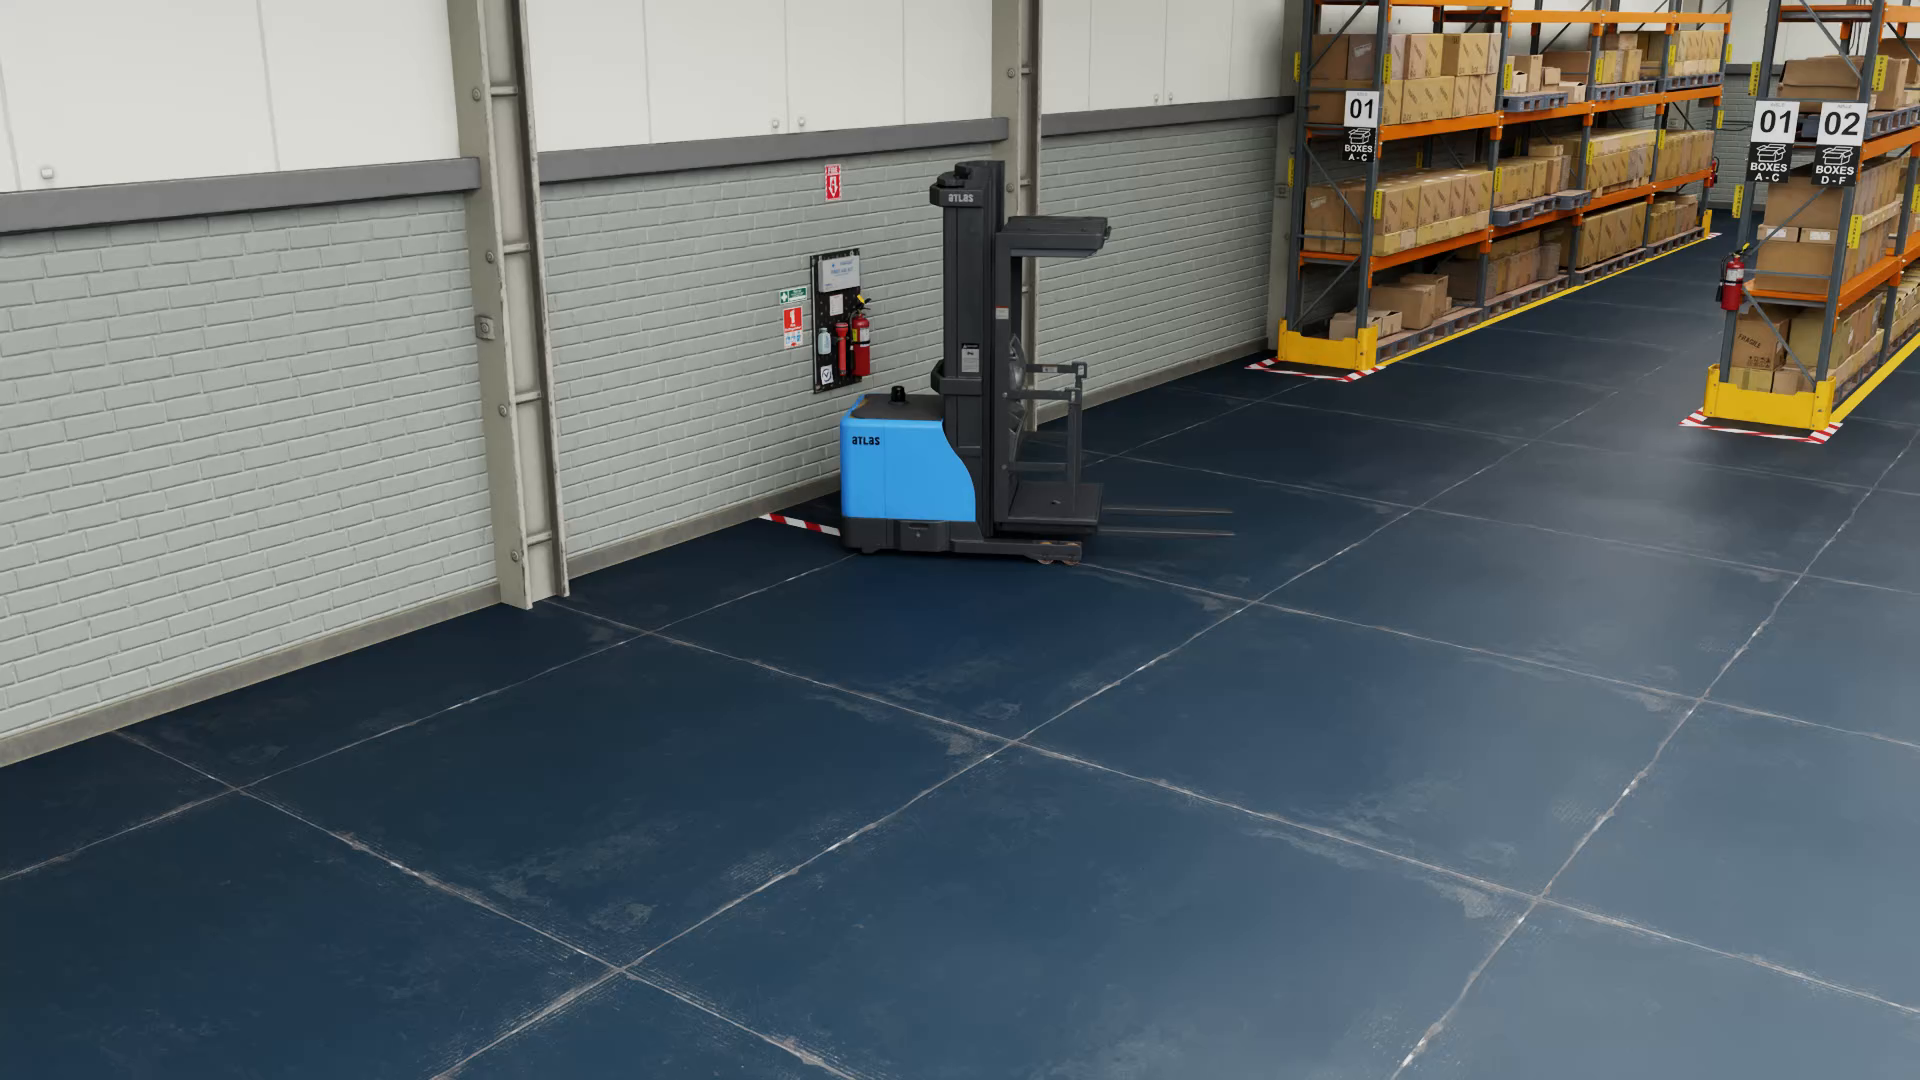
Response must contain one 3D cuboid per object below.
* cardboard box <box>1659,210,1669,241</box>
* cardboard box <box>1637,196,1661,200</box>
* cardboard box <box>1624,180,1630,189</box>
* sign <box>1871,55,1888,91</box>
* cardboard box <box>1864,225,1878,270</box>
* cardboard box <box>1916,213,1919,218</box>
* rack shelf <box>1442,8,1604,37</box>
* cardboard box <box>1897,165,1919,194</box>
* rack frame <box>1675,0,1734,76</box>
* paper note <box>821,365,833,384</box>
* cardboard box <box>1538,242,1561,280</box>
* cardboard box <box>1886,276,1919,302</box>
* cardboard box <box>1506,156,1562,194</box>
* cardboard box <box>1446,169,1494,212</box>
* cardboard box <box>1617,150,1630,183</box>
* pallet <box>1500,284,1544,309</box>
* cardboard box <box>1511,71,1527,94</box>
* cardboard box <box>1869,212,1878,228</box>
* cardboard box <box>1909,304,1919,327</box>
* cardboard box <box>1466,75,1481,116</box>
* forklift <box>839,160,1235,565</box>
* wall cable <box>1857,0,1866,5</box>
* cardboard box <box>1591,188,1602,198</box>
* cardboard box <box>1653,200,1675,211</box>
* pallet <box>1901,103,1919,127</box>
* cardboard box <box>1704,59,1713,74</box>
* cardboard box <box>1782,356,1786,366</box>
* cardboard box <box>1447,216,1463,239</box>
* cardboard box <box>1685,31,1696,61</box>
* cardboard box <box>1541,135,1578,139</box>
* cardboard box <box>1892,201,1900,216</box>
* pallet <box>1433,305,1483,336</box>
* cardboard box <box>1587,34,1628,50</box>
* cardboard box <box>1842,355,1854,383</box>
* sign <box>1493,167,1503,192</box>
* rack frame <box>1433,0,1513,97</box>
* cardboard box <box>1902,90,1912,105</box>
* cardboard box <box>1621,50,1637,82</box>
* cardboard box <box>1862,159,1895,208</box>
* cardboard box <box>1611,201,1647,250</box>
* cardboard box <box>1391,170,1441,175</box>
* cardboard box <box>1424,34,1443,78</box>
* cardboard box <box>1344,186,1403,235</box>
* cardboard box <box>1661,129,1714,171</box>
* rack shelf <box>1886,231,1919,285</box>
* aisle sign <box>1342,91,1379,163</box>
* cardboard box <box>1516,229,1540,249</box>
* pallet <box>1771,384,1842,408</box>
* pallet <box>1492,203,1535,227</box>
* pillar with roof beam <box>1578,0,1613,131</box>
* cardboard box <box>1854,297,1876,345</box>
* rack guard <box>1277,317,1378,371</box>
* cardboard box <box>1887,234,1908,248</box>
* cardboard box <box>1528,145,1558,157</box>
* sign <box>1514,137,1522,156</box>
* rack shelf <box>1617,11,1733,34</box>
[{"bbox_3d":[12.360,-5.700,30.049,0.700,0.500,0.500,12,21,34],"label":"cardboard box"},{"bbox_3d":[12.737,-6.262,30.764,0.380,0.149,0.250,13,21,35],"label":"cardboard box"},{"bbox_3d":[10.925,-5.936,27.690,0.380,0.149,0.250,12,21,35],"label":"cardboard box"},{"bbox_3d":[8.803,-4.470,15.915,0.100,0.325,0.005,12,21,35],"label":"sign"},{"bbox_3d":[9.874,-3.330,18.740,0.700,0.500,0.500,13,21,35],"label":"cardboard box"},{"bbox_3d":[12.876,-4.466,22.717,0.500,0.311,0.500,14,22,38],"label":"cardboard box"},{"bbox_3d":[7.955,-7.316,23.516,1.077,0.370,4.000,12,21,35],"label":"rack shelf"},{"bbox_3d":[13.412,-5.005,23.428,0.700,0.500,0.500,5,18,16],"label":"cardboard box"},{"bbox_3d":[13.914,-10.232,31.020,1.000,3.000,0.127,12,21,35],"label":"rack frame"},{"bbox_3d":[-1.136,-1.414,14.226,0.016,0.148,0.142,12,21,35],"label":"paper note"},{"bbox_3d":[8.760,-4.297,25.497,0.700,0.500,0.500,13,21,35],"label":"cardboard box"},{"bbox_3d":[12.406,-3.330,21.890,0.500,0.311,0.500,12,21,34],"label":"cardboard box"},{"bbox_3d":[8.564,-5.468,24.883,0.700,0.500,0.500,10,20,30],"label":"cardboard box"},{"bbox_3d":[6.730,-4.638,22.075,0.500,0.500,0.500,12,21,35],"label":"cardboard box"},{"bbox_3d":[10.562,-6.098,27.119,0.500,0.500,0.500,13,22,36],"label":"cardboard box"},{"bbox_3d":[7.953,-3.655,24.657,1.003,0.211,1.213,12,21,35],"label":"pallet"},{"bbox_3d":[7.521,-6.362,23.058,0.500,0.311,0.500,13,22,36],"label":"cardboard box"},{"bbox_3d":[9.841,-3.524,18.270,0.380,0.149,0.250,13,22,36],"label":"cardboard box"},{"bbox_3d":[12.100,-2.941,21.584,0.500,0.250,0.500,13,21,36],"label":"cardboard box"},{"bbox_3d":[6.350,-5.717,21.335,0.500,0.500,0.500,10,20,30],"label":"cardboard box"},{"bbox_3d":[0.626,-1.378,12.738,3.031,2.935,1.130,2,17,6],"label":"forklift"},{"bbox_3d":[19.743,-11.967,33.327,3.097,2.526,0.112,12,21,35],"label":"wall cable"},{"bbox_3d":[9.913,-5.496,26.273,0.380,0.149,0.250,13,22,36],"label":"cardboard box"},{"bbox_3d":[12.720,-6.065,30.128,0.380,0.149,0.250,12,21,33],"label":"cardboard box"},{"bbox_3d":[10.257,-4.817,18.789,1.003,0.211,1.213,12,21,35],"label":"pallet"},{"bbox_3d":[13.381,-8.631,30.297,0.500,0.250,0.500,11,21,33],"label":"cardboard box"},{"bbox_3d":[8.732,-1.870,18.137,0.500,0.250,0.500,12,21,35],"label":"cardboard box"},{"bbox_3d":[6.134,-4.041,21.417,0.500,0.250,0.500,12,21,34],"label":"cardboard box"},{"bbox_3d":[12.482,-8.626,29.016,0.500,0.500,0.500,12,21,34],"label":"cardboard box"},{"bbox_3d":[9.521,-6.296,26.491,0.500,0.250,0.500,12,21,33],"label":"cardboard box"},{"bbox_3d":[10.754,-3.889,19.448,0.380,0.149,0.250,12,21,35],"label":"cardboard box"},{"bbox_3d":[6.392,-3.011,22.584,1.003,0.211,1.213,12,21,35],"label":"pallet"},{"bbox_3d":[10.584,-8.142,27.173,0.500,0.250,0.500,12,21,33],"label":"cardboard box"},{"bbox_3d":[9.452,-1.896,18.221,0.500,0.250,0.500,12,21,35],"label":"cardboard box"},{"bbox_3d":[7.204,-4.828,22.275,0.100,0.325,0.005,12,21,35],"label":"sign"},{"bbox_3d":[6.764,-7.374,21.816,1.000,3.000,0.127,12,21,35],"label":"rack frame"},{"bbox_3d":[10.245,-4.879,18.319,0.380,0.149,0.250,12,21,35],"label":"cardboard box"},{"bbox_3d":[10.638,-7.771,27.241,0.700,0.500,0.500,12,21,34],"label":"cardboard box"},{"bbox_3d":[10.185,-4.075,18.950,0.700,0.500,0.500,12,21,35],"label":"cardboard box"},{"bbox_3d":[11.248,-5.411,28.526,0.750,0.750,0.750,13,21,35],"label":"cardboard box"},{"bbox_3d":[6.005,-4.608,21.978,0.500,0.500,0.500,12,21,34],"label":"cardboard box"},{"bbox_3d":[5.441,-5.807,19.940,0.500,0.500,0.500,13,22,36],"label":"cardboard box"},{"bbox_3d":[4.906,-3.913,19.741,0.500,0.500,0.500,12,21,35],"label":"cardboard box"},{"bbox_3d":[13.618,-7.387,31.468,0.980,0.700,0.700,14,22,37],"label":"cardboard box"},{"bbox_3d":[11.936,-3.767,21.531,1.077,0.370,4.000,12,21,35],"label":"rack shelf"},{"bbox_3d":[4.578,-4.728,19.026,0.394,0.787,0.004,12,21,35],"label":"aisle sign"},{"bbox_3d":[8.370,-4.531,24.985,0.500,0.250,0.500,13,21,36],"label":"cardboard box"},{"bbox_3d":[8.783,-1.540,17.846,1.003,0.211,1.213,12,21,35],"label":"pallet"},{"bbox_3d":[7.336,-4.574,23.238,1.003,0.211,1.213,12,21,35],"label":"pallet"},{"bbox_3d":[14.710,-8.838,26.531,9.100,9.000,0.400,12,21,35],"label":"pillar with roof beam"},{"bbox_3d":[10.041,-2.494,18.882,0.500,0.500,0.500,12,21,35],"label":"cardboard box"},{"bbox_3d":[4.426,-2.381,20.067,1.175,0.500,0.348,12,21,35],"label":"rack guard"},{"bbox_3d":[11.436,-3.690,20.490,0.380,0.149,0.250,12,21,35],"label":"cardboard box"},{"bbox_3d":[8.786,-5.863,25.061,0.380,0.149,0.250,9,19,26],"label":"cardboard box"},{"bbox_3d":[8.699,-6.112,25.915,0.100,0.325,0.005,12,21,35],"label":"sign"},{"bbox_3d":[12.722,-9.221,29.652,1.077,0.370,4.000,12,21,35],"label":"rack shelf"}]
